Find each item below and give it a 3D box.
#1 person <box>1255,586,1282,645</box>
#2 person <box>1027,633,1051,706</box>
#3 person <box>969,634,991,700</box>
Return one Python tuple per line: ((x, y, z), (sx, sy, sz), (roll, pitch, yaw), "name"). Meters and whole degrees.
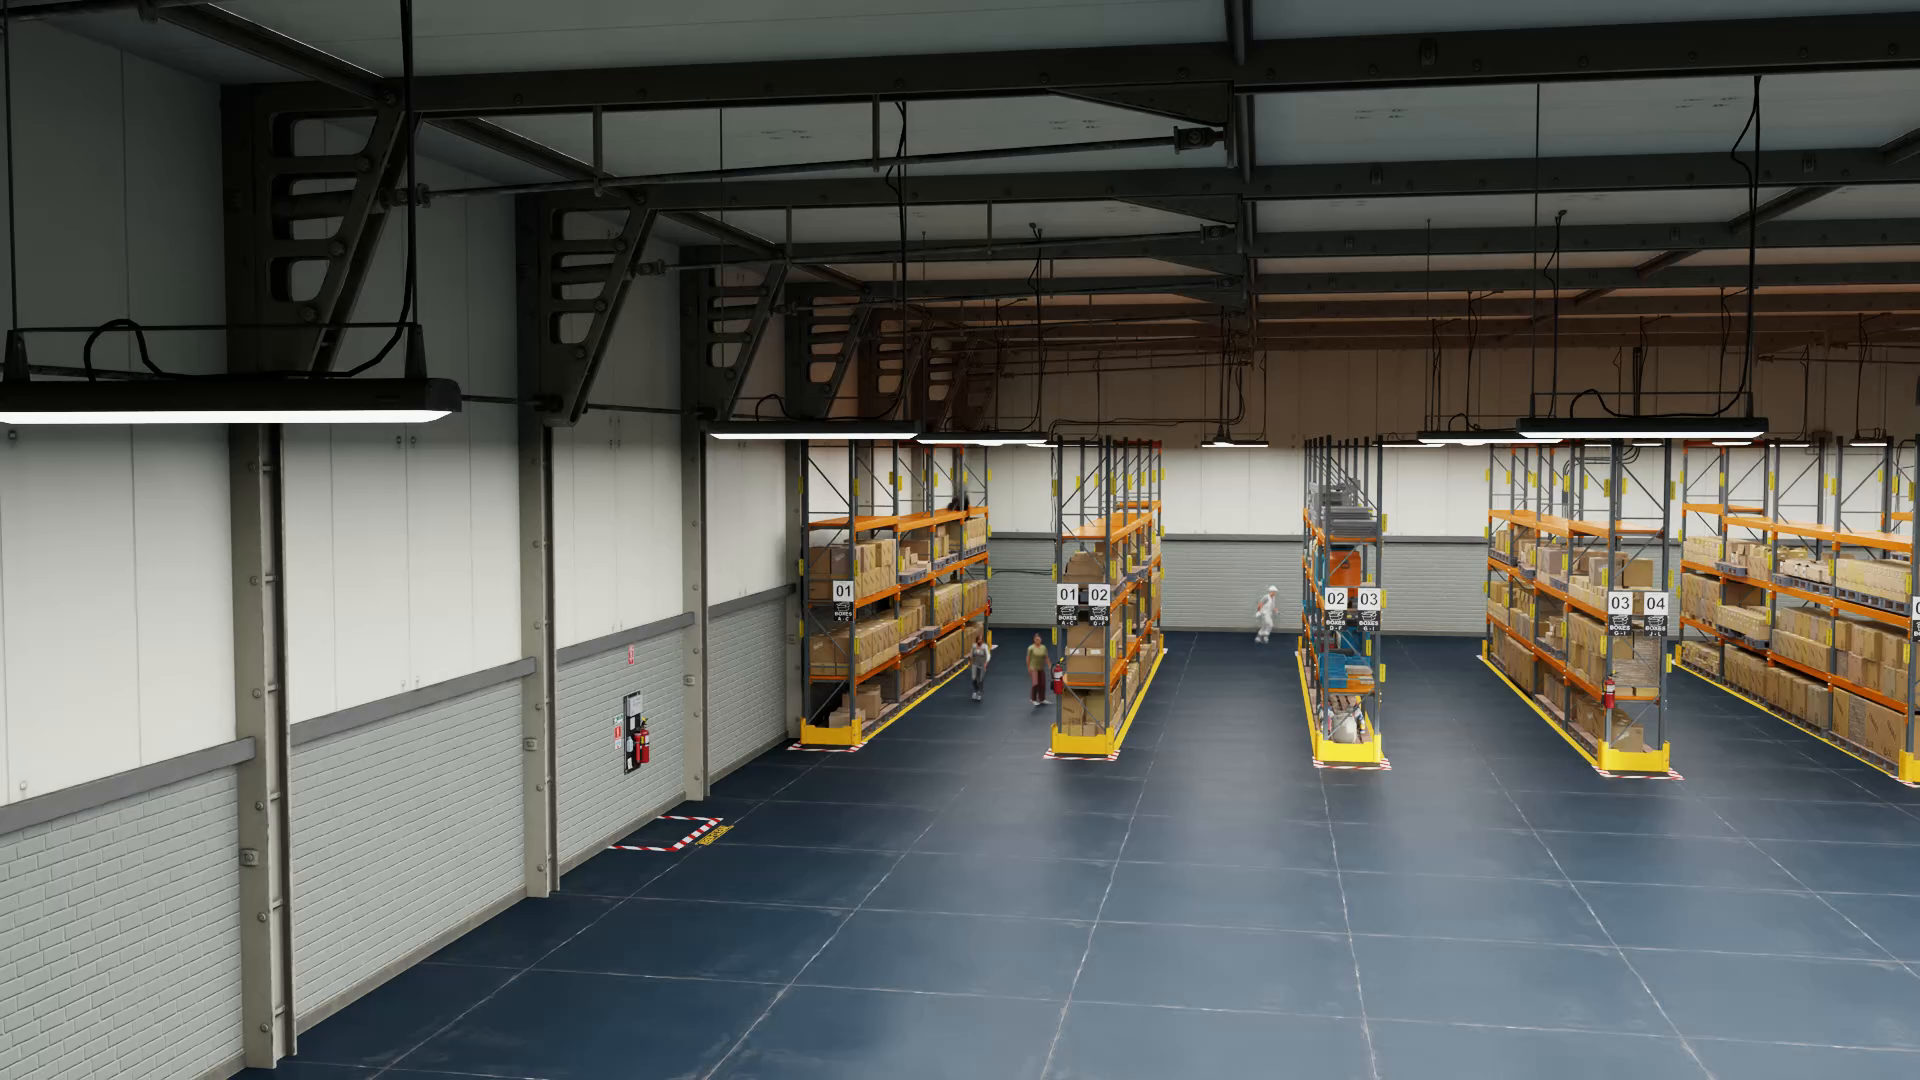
((9.054, 2.214, 49.017), (0.757, 1.732, 0.641), (2, 4, 36), "person")
((1.752, 2.893, 37.275), (0.552, 1.645, 0.566), (-1, 3, -23), "person")
((0.444, 2.894, 37.803), (0.520, 1.536, 0.769), (0, 3, 5), "person")
